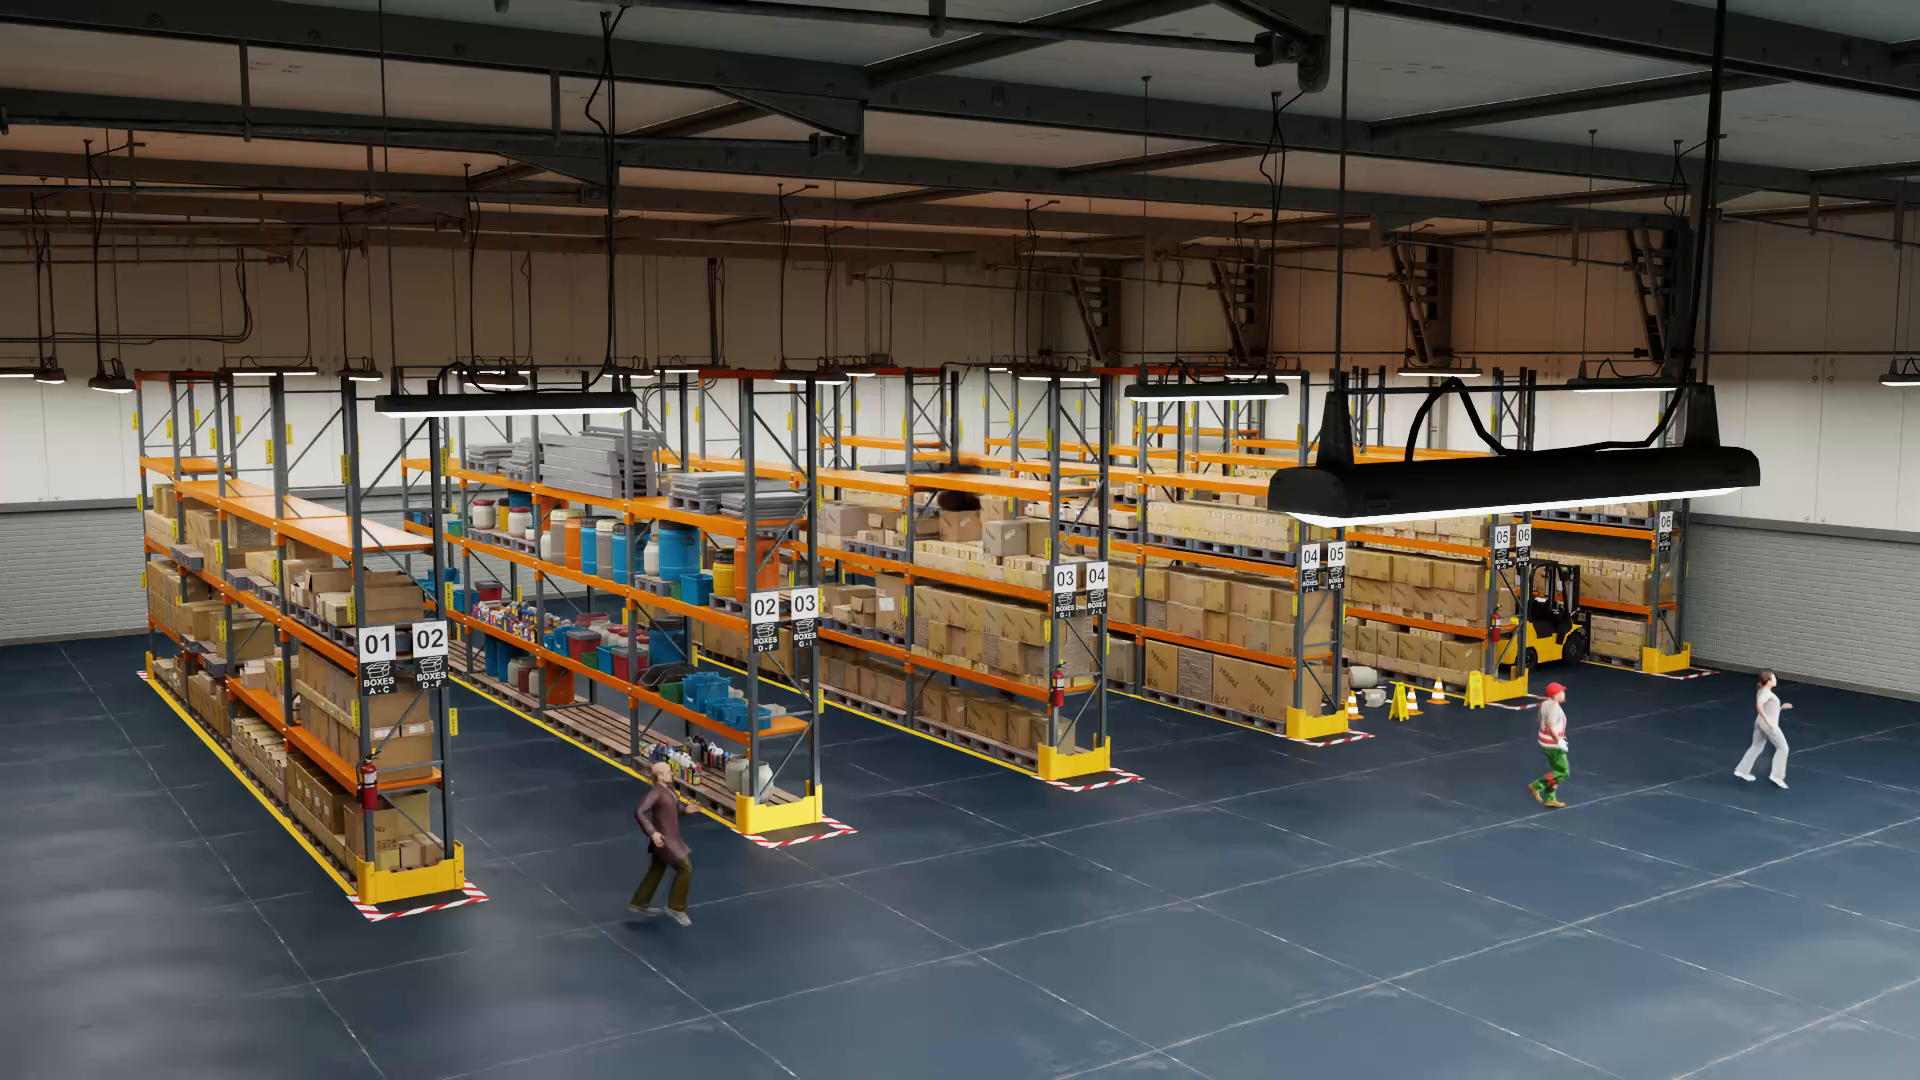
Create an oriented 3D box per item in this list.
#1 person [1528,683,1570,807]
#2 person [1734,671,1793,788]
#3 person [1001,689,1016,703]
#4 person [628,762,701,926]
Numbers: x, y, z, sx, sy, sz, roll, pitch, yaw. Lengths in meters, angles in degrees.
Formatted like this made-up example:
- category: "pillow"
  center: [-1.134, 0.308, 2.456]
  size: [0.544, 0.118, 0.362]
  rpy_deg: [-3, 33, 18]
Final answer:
- category: "person"
  center: [8.210, 2.852, 23.195]
  size: [0.593, 1.756, 0.678]
  rpy_deg: [0, 6, 2]
- category: "person"
  center: [11.754, 2.764, 24.279]
  size: [0.763, 1.729, 0.538]
  rpy_deg: [0, 6, 3]
- category: "person"
  center: [0.955, 2.135, 30.066]
  size: [0.577, 1.694, 0.706]
  rpy_deg: [-6, 9, -43]
- category: "person"
  center: [-3.285, 3.331, 18.448]
  size: [0.834, 1.758, 0.671]
  rpy_deg: [-1, 7, -9]
